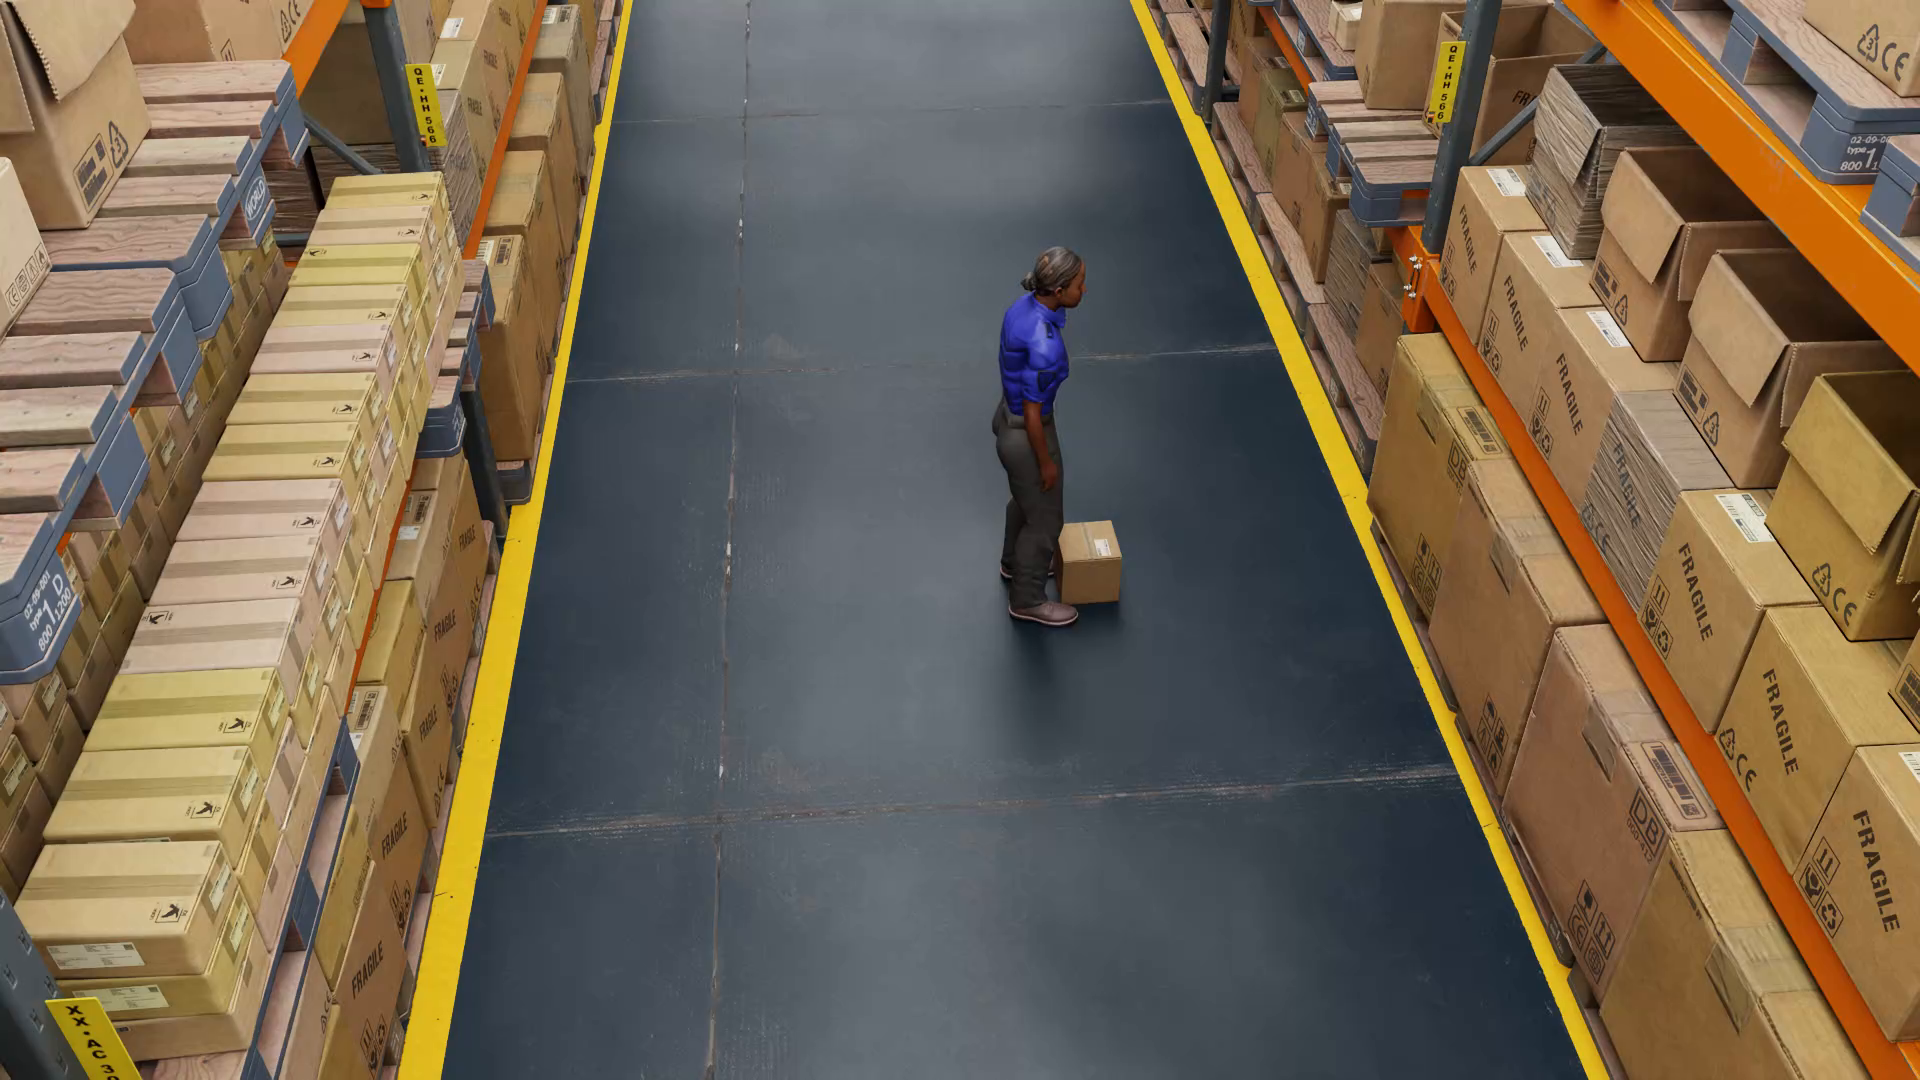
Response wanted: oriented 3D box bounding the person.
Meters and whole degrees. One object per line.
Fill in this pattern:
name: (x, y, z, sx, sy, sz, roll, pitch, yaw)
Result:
person: (0.308, -0.422, 6.674, 0.349, 1.654, 0.503, -3, 39, -4)
